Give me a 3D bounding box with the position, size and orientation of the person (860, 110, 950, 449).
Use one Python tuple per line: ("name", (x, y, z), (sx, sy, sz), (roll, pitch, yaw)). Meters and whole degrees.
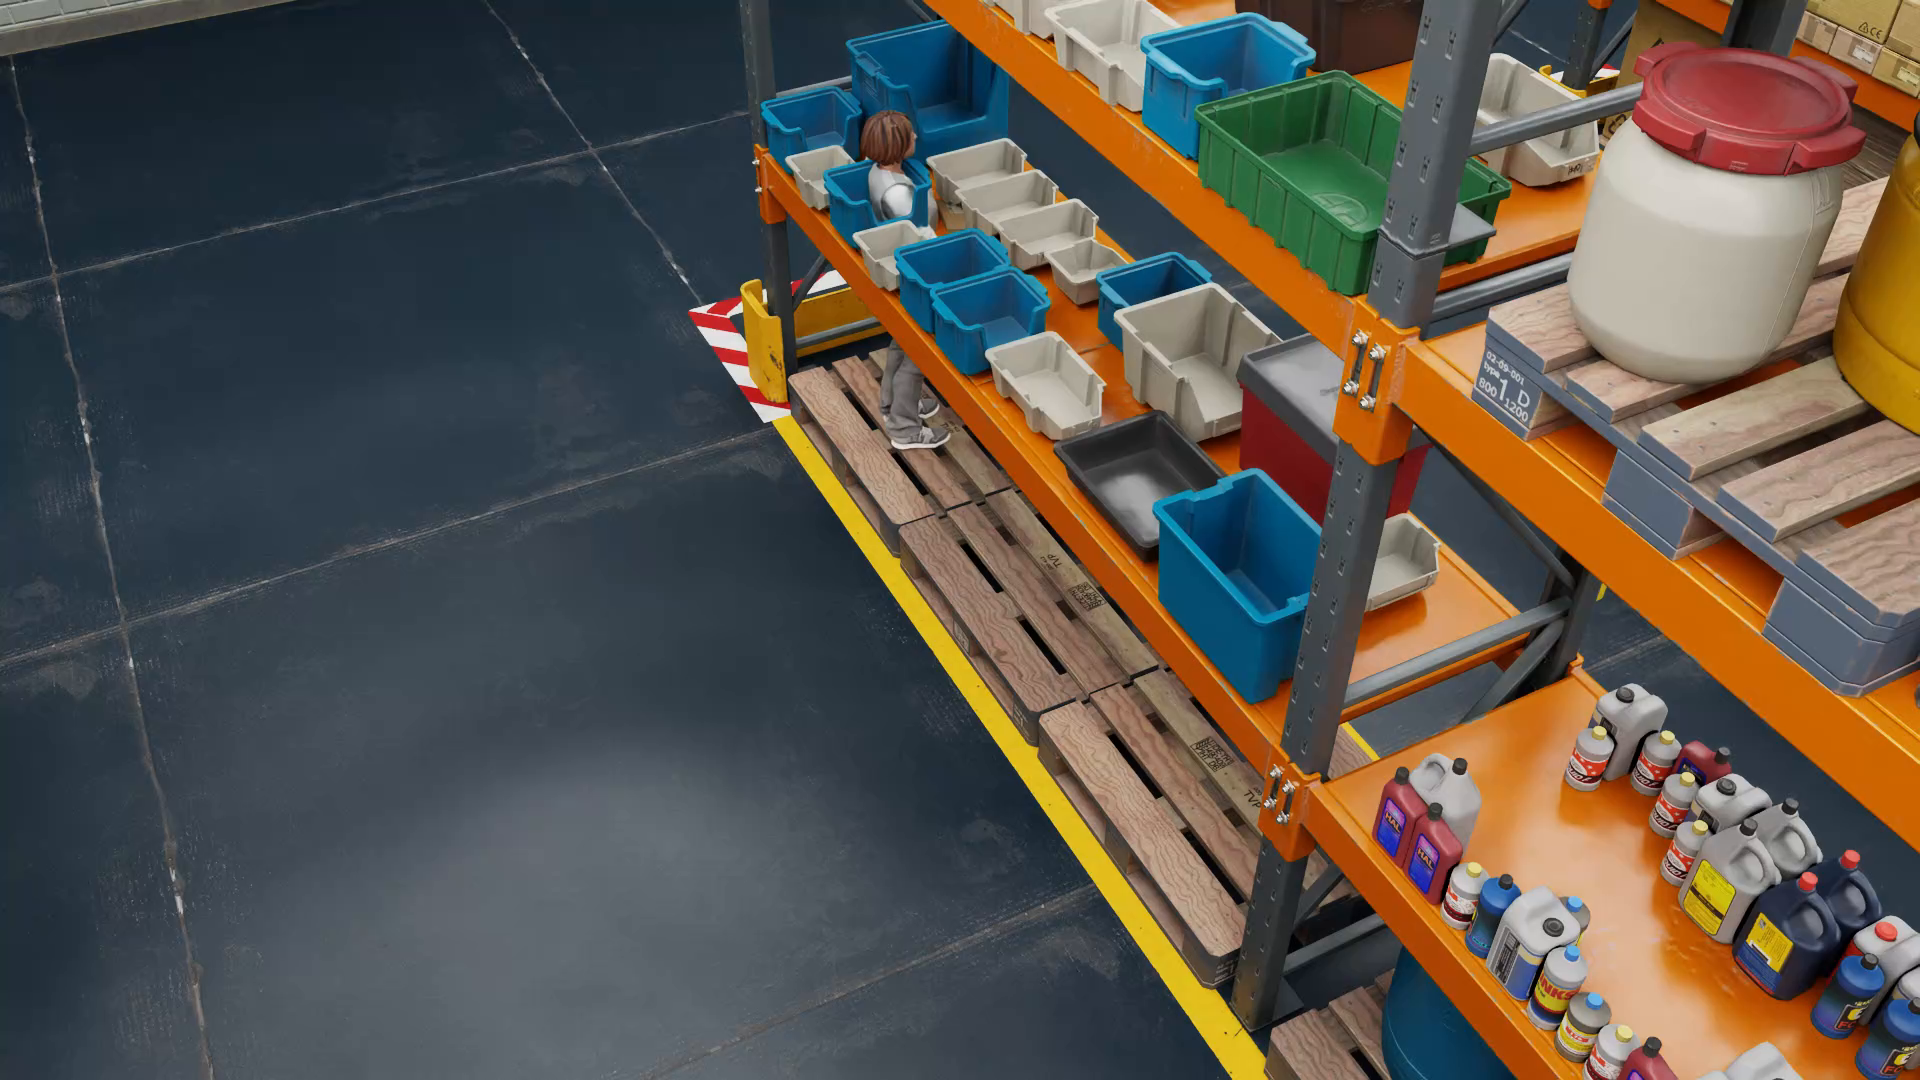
("person", (-0.151, -1.112, 7.101), (0.492, 1.589, 0.405), (-10, 43, -11))
